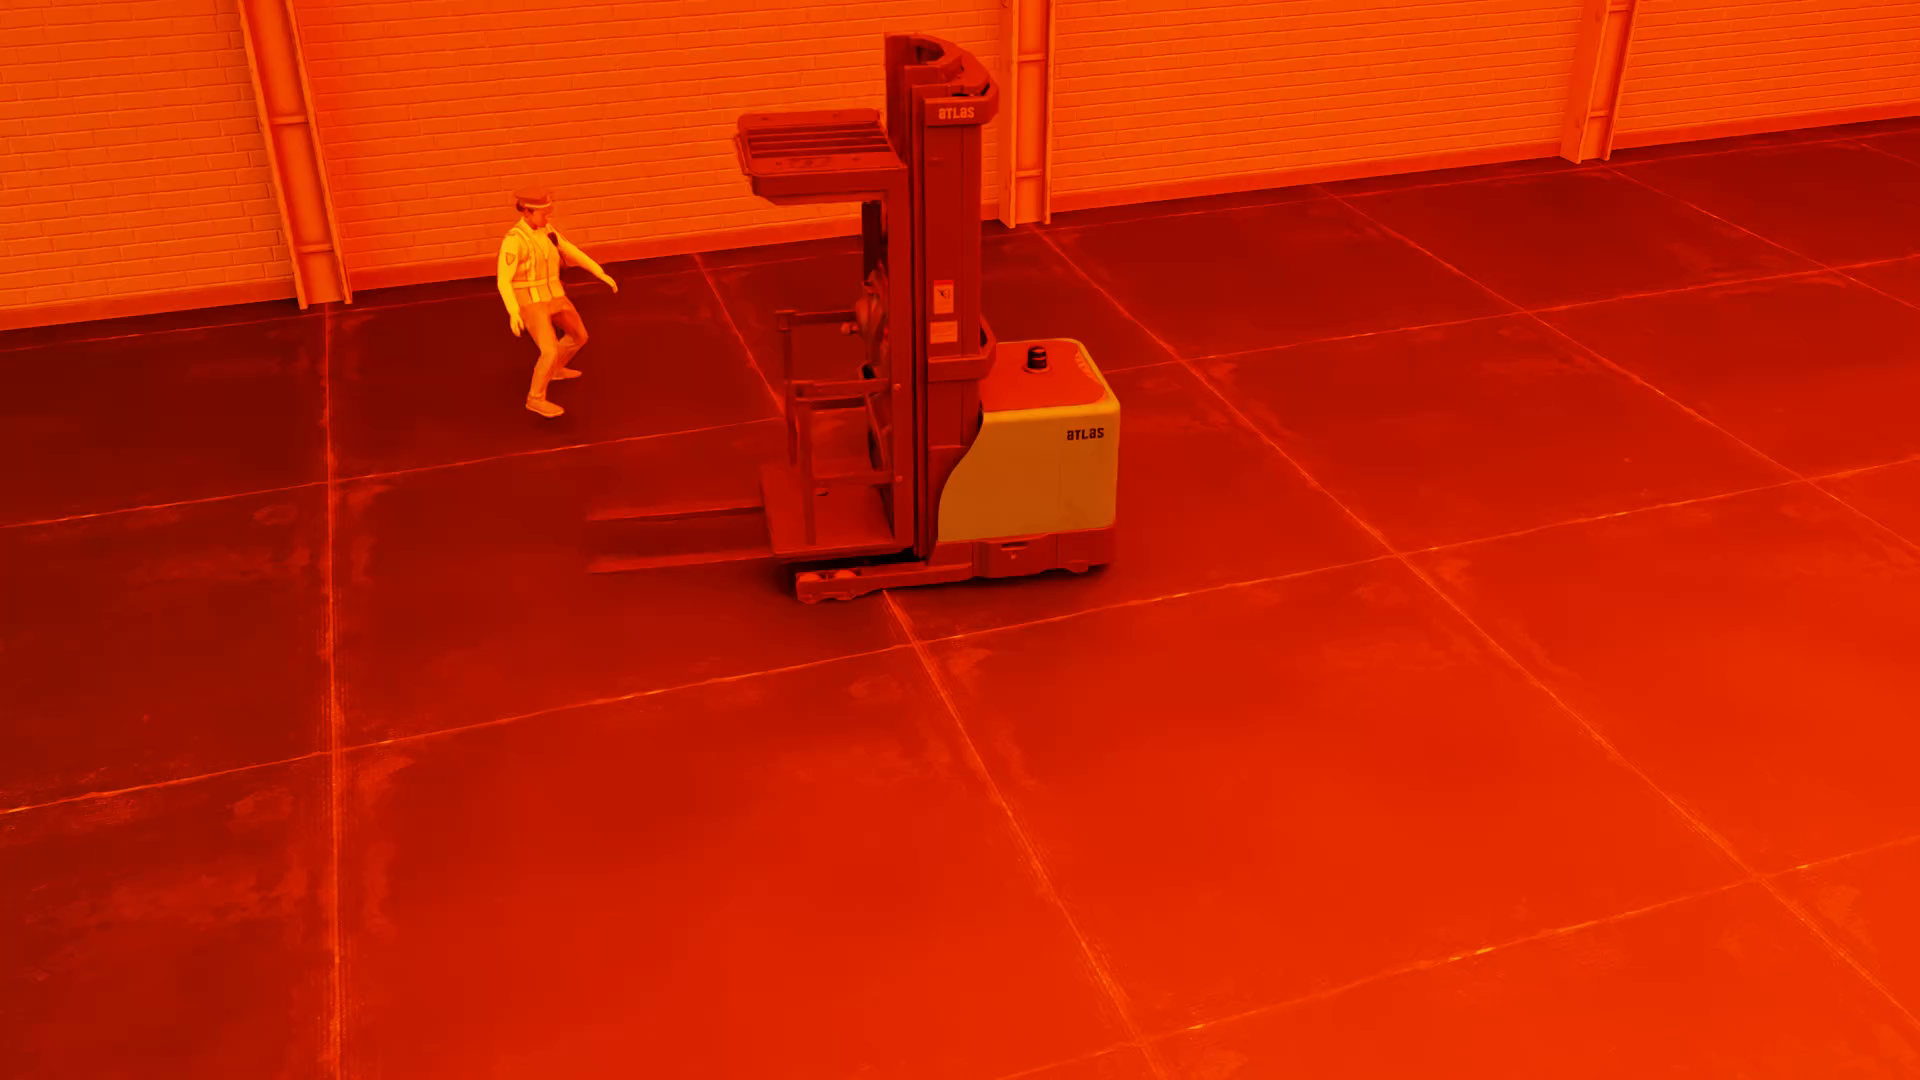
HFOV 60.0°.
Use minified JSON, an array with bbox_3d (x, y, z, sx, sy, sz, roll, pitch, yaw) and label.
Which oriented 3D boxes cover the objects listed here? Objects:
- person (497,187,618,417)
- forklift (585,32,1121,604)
[{"bbox_3d":[-2.827,-1.663,11.423,0.667,1.545,0.881,16,34,26],"label":"person"},{"bbox_3d":[-0.660,-1.196,9.166,3.031,2.935,1.130,-5,30,-9],"label":"forklift"}]
